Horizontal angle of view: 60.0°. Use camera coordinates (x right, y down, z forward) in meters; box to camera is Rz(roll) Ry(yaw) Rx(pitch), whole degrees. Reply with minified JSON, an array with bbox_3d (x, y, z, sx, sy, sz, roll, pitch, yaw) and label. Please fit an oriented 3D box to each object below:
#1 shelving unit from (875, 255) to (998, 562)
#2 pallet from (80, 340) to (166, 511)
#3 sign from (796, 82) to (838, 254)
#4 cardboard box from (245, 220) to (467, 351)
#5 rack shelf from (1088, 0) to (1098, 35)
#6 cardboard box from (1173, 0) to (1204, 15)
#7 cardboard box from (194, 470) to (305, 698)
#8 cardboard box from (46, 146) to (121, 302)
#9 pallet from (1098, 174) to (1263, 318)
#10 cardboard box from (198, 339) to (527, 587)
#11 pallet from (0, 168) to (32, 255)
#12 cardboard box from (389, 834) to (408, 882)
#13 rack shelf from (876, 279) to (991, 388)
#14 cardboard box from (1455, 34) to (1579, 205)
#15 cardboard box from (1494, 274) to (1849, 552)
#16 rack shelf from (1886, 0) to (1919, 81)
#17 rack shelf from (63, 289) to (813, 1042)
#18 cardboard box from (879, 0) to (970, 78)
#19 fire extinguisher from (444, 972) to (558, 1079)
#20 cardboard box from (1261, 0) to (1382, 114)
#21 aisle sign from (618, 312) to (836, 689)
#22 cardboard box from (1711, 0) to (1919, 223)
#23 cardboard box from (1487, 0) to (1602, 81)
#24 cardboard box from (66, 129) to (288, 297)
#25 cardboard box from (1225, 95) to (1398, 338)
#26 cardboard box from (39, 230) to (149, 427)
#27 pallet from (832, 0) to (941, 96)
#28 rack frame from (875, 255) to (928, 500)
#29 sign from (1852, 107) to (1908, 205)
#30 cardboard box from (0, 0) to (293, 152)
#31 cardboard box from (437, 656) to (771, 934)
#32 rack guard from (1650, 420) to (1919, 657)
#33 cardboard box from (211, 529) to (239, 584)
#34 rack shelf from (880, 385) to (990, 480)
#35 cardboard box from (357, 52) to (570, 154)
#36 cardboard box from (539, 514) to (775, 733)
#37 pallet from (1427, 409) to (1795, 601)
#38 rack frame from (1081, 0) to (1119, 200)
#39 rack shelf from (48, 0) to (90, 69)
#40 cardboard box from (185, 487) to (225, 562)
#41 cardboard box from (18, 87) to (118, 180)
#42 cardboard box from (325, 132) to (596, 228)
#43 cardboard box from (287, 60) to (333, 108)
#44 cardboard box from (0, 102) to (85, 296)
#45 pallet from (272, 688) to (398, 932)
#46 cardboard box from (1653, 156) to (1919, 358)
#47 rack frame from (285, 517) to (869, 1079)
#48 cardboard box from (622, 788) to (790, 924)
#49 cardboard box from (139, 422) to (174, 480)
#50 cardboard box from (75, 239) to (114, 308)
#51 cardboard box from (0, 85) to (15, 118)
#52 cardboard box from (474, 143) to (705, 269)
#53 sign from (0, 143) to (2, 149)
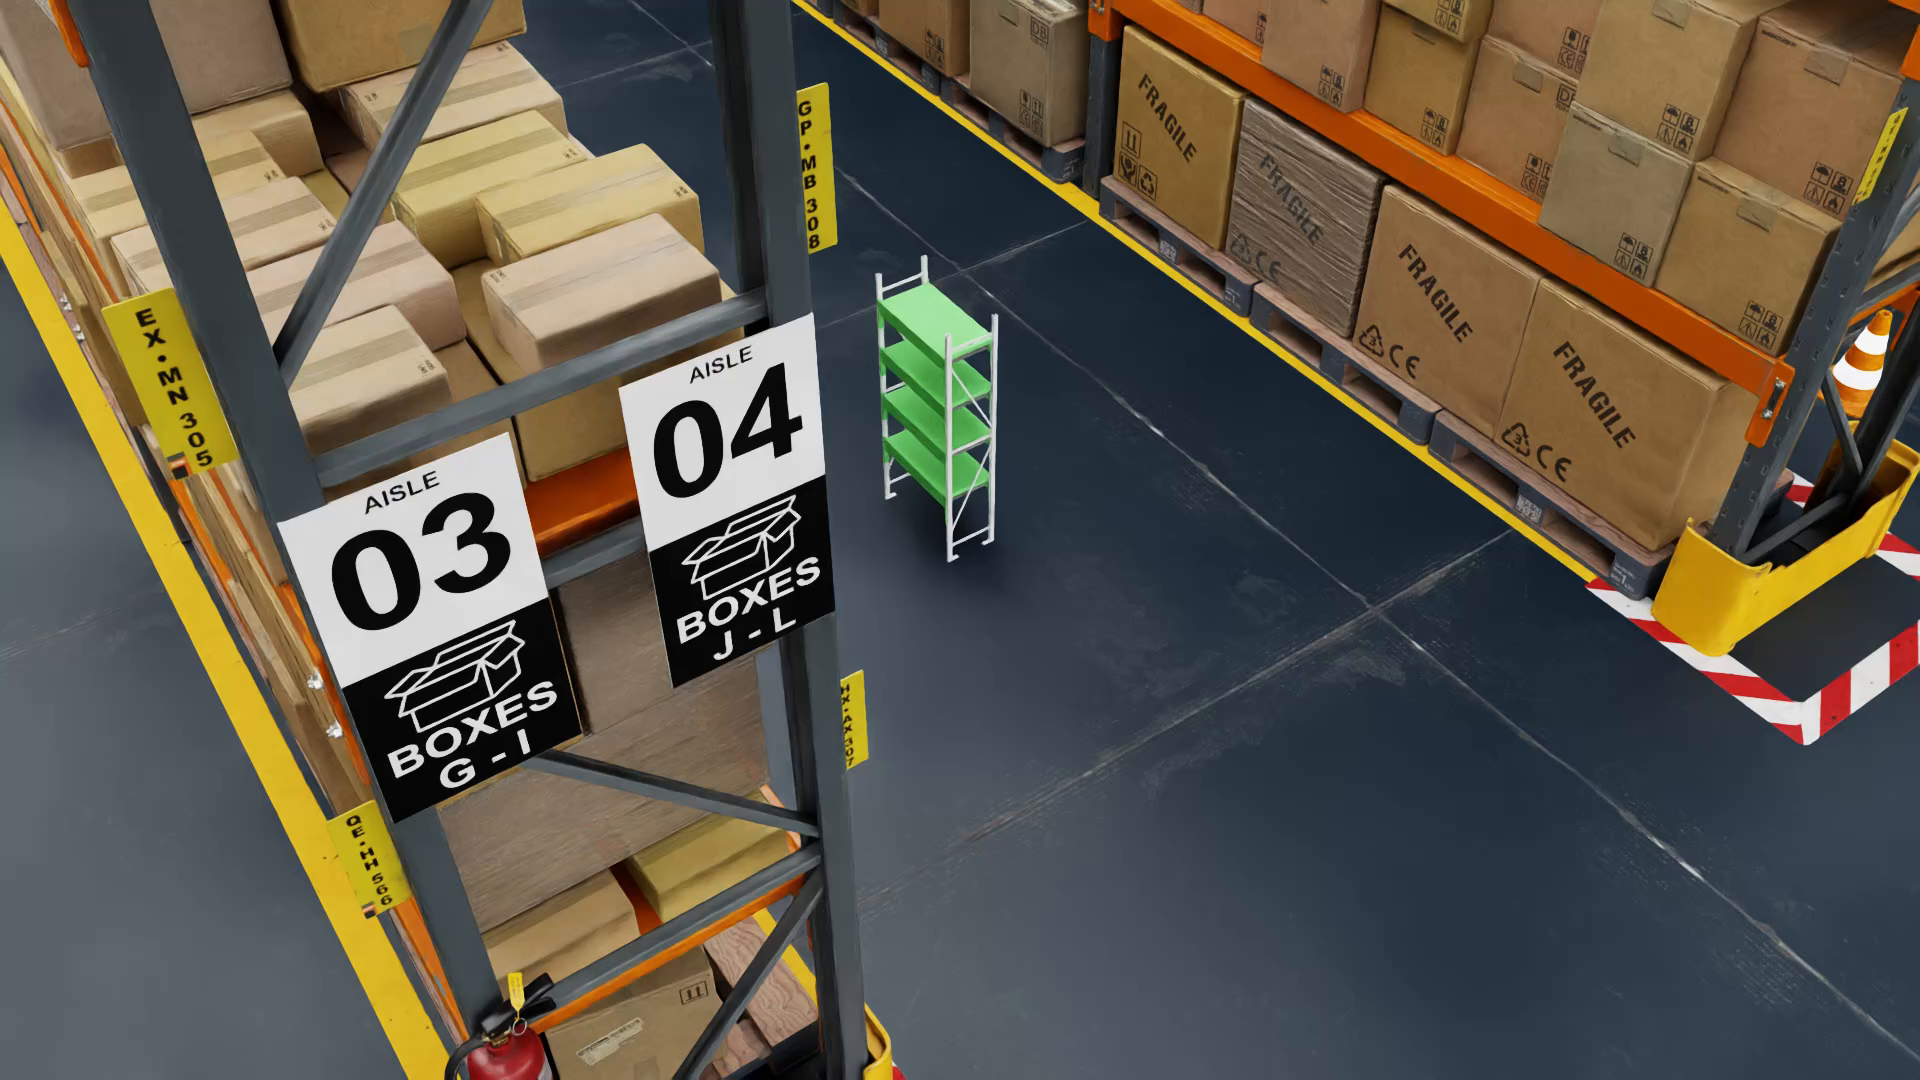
[{"bbox_3d":[-0.095,-0.528,6.925,0.258,1.200,0.503,-26,49,-24],"label":"shelving unit"},{"bbox_3d":[-3.448,-0.729,7.852,1.003,0.211,1.213,-26,49,-24],"label":"pallet"},{"bbox_3d":[-0.268,-0.647,2.942,0.100,0.325,0.005,-26,49,-24],"label":"sign"},{"bbox_3d":[-1.181,-0.435,3.172,0.380,0.149,0.250,-27,50,-26],"label":"cardboard box"},{"bbox_3d":[-0.020,-4.072,9.855,1.077,0.370,4.000,-26,49,-24],"label":"rack shelf"},{"bbox_3d":[1.345,-3.049,8.154,0.875,0.550,0.550,-26,49,-24],"label":"cardboard box"},{"bbox_3d":[-1.521,-0.032,4.090,0.500,0.500,0.500,-26,49,-24],"label":"cardboard box"},{"bbox_3d":[-1.772,-0.811,3.854,0.500,0.250,0.500,-25,49,-24],"label":"cardboard box"},{"bbox_3d":[1.495,-1.729,8.900,1.003,0.211,1.213,-26,49,-24],"label":"pallet"},{"bbox_3d":[-1.197,-0.235,3.252,0.500,0.250,0.500,-25,49,-24],"label":"cardboard box"},{"bbox_3d":[-4.844,-2.111,9.299,1.003,0.211,1.213,-26,49,-24],"label":"pallet"},{"bbox_3d":[-1.373,0.716,4.501,0.380,0.149,0.250,-26,49,-24],"label":"cardboard box"},{"bbox_3d":[-0.095,-0.829,6.638,0.258,0.148,0.480,-26,49,-24],"label":"rack shelf"},{"bbox_3d":[2.613,-1.850,6.898,0.875,0.550,0.550,-26,49,-24],"label":"cardboard box"},{"bbox_3d":[2.971,-0.675,7.011,0.875,0.875,0.875,-25,49,-24],"label":"cardboard box"},{"bbox_3d":[2.269,-2.892,6.446,1.077,0.370,4.000,-26,49,-24],"label":"rack shelf"},{"bbox_3d":[-1.857,0.096,5.490,1.077,0.370,4.000,-26,49,-24],"label":"rack shelf"},{"bbox_3d":[0.147,-3.401,9.957,1.050,0.750,0.750,-26,49,-24],"label":"cardboard box"},{"bbox_3d":[-1.026,1.243,3.823,0.296,0.674,0.183,-26,49,-24],"label":"fire extinguisher"},{"bbox_3d":[1.891,-2.395,7.468,0.875,0.550,0.550,-26,49,-24],"label":"cardboard box"},{"bbox_3d":[-0.432,-0.056,3.244,0.394,0.787,0.004,-26,49,-24],"label":"aisle sign"},{"bbox_3d":[3.232,-1.604,5.859,0.875,0.550,0.550,-26,49,-24],"label":"cardboard box"},{"bbox_3d":[2.633,-2.250,6.535,0.875,0.550,0.550,-26,49,-24],"label":"cardboard box"},{"bbox_3d":[-1.590,-0.679,3.428,0.380,0.149,0.250,-25,49,-24],"label":"cardboard box"},{"bbox_3d":[1.946,-1.690,8.074,0.875,0.875,0.875,-25,49,-24],"label":"cardboard box"},{"bbox_3d":[-2.538,-0.865,5.687,0.875,0.500,0.500,-26,49,-24],"label":"cardboard box"},{"bbox_3d":[-0.081,-3.290,10.534,1.003,0.211,1.213,-26,49,-24],"label":"pallet"},{"bbox_3d":[-0.234,-0.666,7.070,0.240,1.200,0.015,-26,49,-24],"label":"rack frame"},{"bbox_3d":[2.960,-1.232,5.349,0.100,0.325,0.005,-26,49,-24],"label":"sign"},{"bbox_3d":[-1.808,-1.219,3.524,0.500,0.500,0.500,-26,49,-24],"label":"cardboard box"},{"bbox_3d":[-1.005,0.502,4.255,0.875,0.500,0.500,-26,49,-24],"label":"cardboard box"},{"bbox_3d":[3.426,-0.016,6.896,1.175,0.500,0.348,-26,49,-24],"label":"rack guard"},{"bbox_3d":[-1.640,-0.034,4.817,0.875,0.500,0.500,-26,49,-24],"label":"cardboard box"},{"bbox_3d":[-0.095,-0.482,6.969,0.258,0.148,0.480,-26,49,-24],"label":"rack shelf"},{"bbox_3d":[-1.093,-0.916,3.676,0.380,0.149,0.250,-24,49,-23],"label":"cardboard box"},{"bbox_3d":[-0.804,0.044,4.011,0.500,0.500,0.500,-26,49,-24],"label":"cardboard box"},{"bbox_3d":[2.891,-0.347,7.452,1.003,0.211,1.213,-26,49,-24],"label":"pallet"},{"bbox_3d":[1.124,-3.199,8.420,1.000,3.000,0.127,-26,49,-24],"label":"rack frame"},{"bbox_3d":[-1.857,-2.073,3.419,1.077,0.370,4.000,-26,49,-24],"label":"rack shelf"},{"bbox_3d":[-2.256,-0.122,5.378,0.380,0.149,0.250,-26,49,-24],"label":"cardboard box"},{"bbox_3d":[-1.866,-0.981,3.743,0.380,0.149,0.250,-28,50,-26],"label":"cardboard box"},{"bbox_3d":[-1.077,-0.727,3.767,0.500,0.250,0.500,-27,50,-25],"label":"cardboard box"},{"bbox_3d":[-1.397,-1.204,3.978,0.380,0.149,0.250,-28,50,-26],"label":"cardboard box"},{"bbox_3d":[-2.665,-1.165,5.277,0.500,0.500,0.500,-26,49,-24],"label":"cardboard box"},{"bbox_3d":[-1.886,0.769,6.282,1.003,0.211,1.213,-26,49,-24],"label":"pallet"},{"bbox_3d":[3.163,-1.181,6.197,0.875,0.550,0.550,-26,49,-24],"label":"cardboard box"},{"bbox_3d":[-0.713,0.968,4.055,1.000,3.000,0.127,-26,49,-24],"label":"rack frame"},{"bbox_3d":[-0.681,0.803,4.409,0.380,0.149,0.250,-26,49,-24],"label":"cardboard box"},{"bbox_3d":[-2.567,-0.393,5.662,0.380,0.149,0.250,-26,49,-24],"label":"cardboard box"},{"bbox_3d":[-2.085,-0.603,4.688,0.500,0.500,0.500,-26,49,-24],"label":"cardboard box"},{"bbox_3d":[-2.372,-1.389,4.460,0.500,0.250,0.500,-28,50,-26],"label":"cardboard box"},{"bbox_3d":[-0.750,-0.639,3.386,0.380,0.149,0.250,-25,49,-24],"label":"cardboard box"},{"bbox_3d":[-3.455,-1.495,5.796,0.100,0.325,0.005,-26,49,-24],"label":"sign"}]
